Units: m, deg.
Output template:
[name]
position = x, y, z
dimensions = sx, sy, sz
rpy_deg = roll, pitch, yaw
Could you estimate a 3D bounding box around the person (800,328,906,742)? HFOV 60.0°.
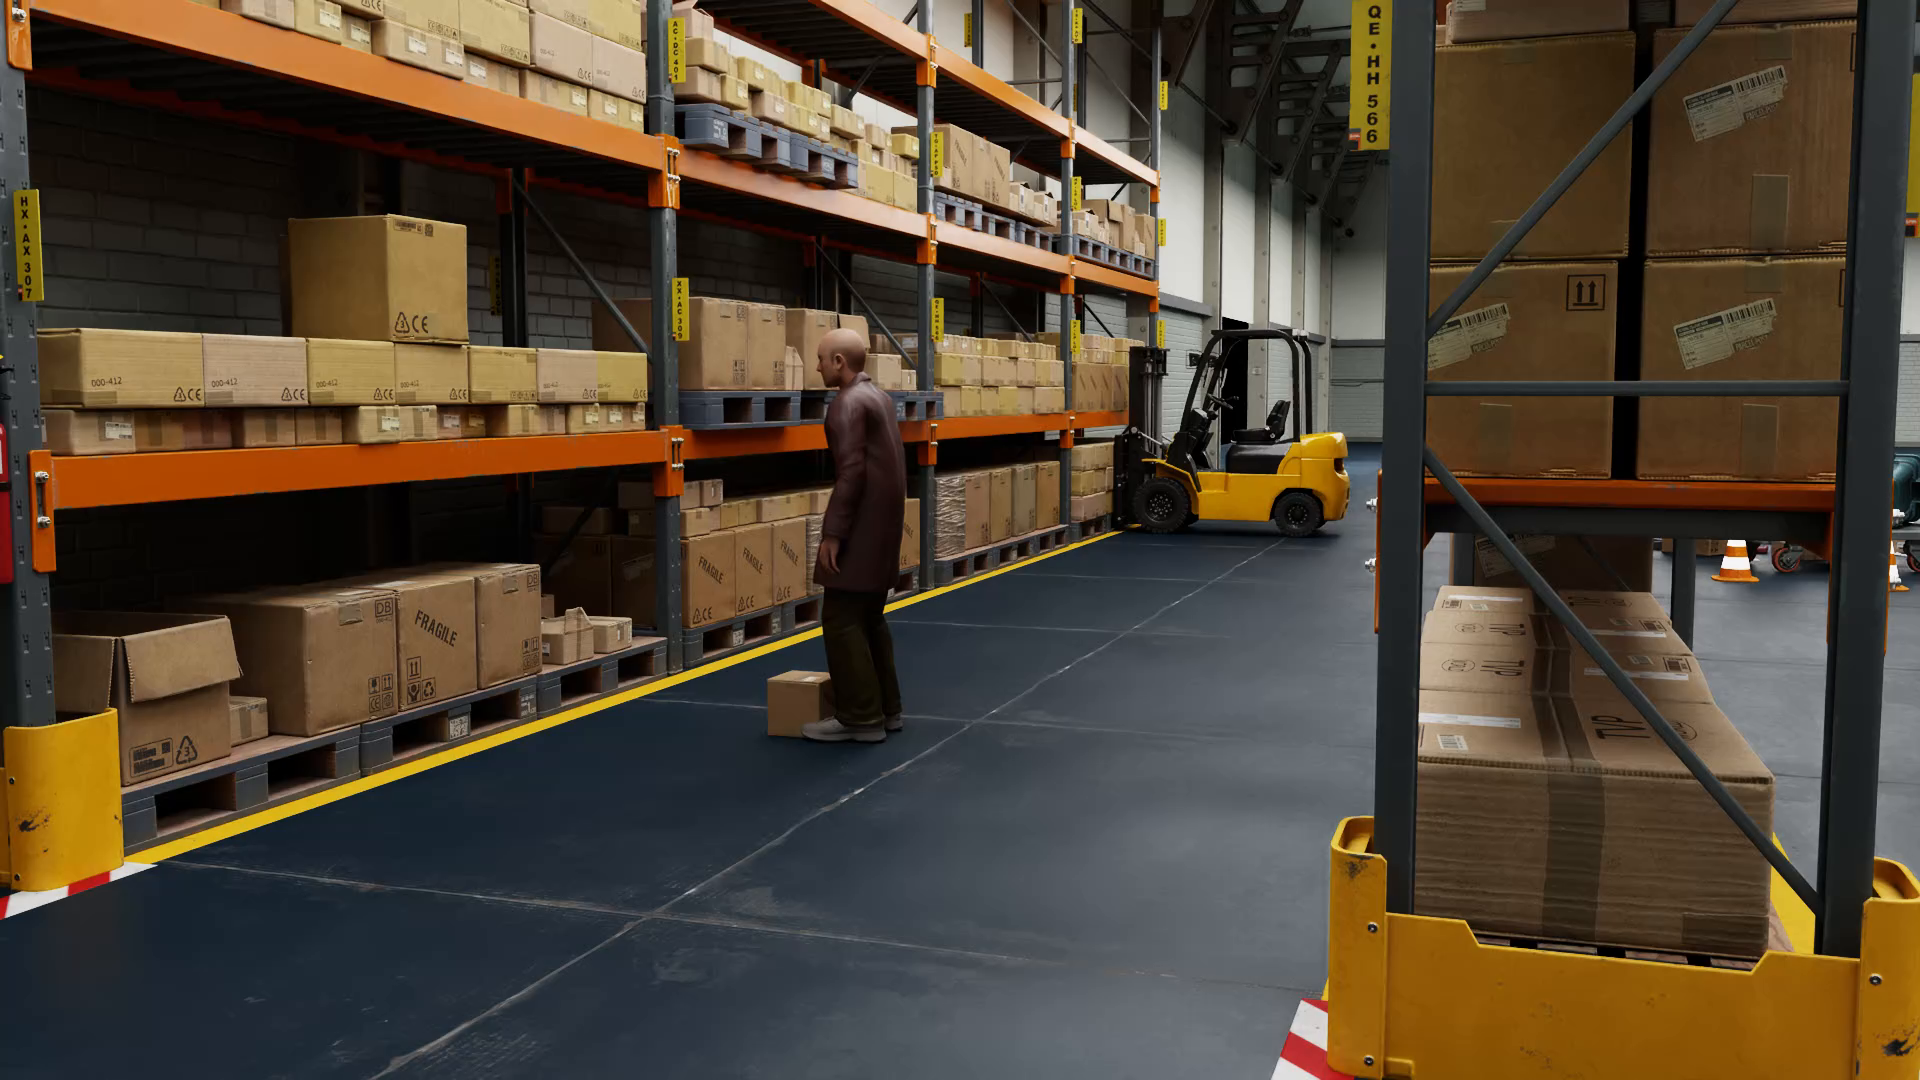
[person]
position = -0.453, -0.025, 7.208
dimensions = 0.425, 1.773, 0.652
rpy_deg = 1, 5, 15
